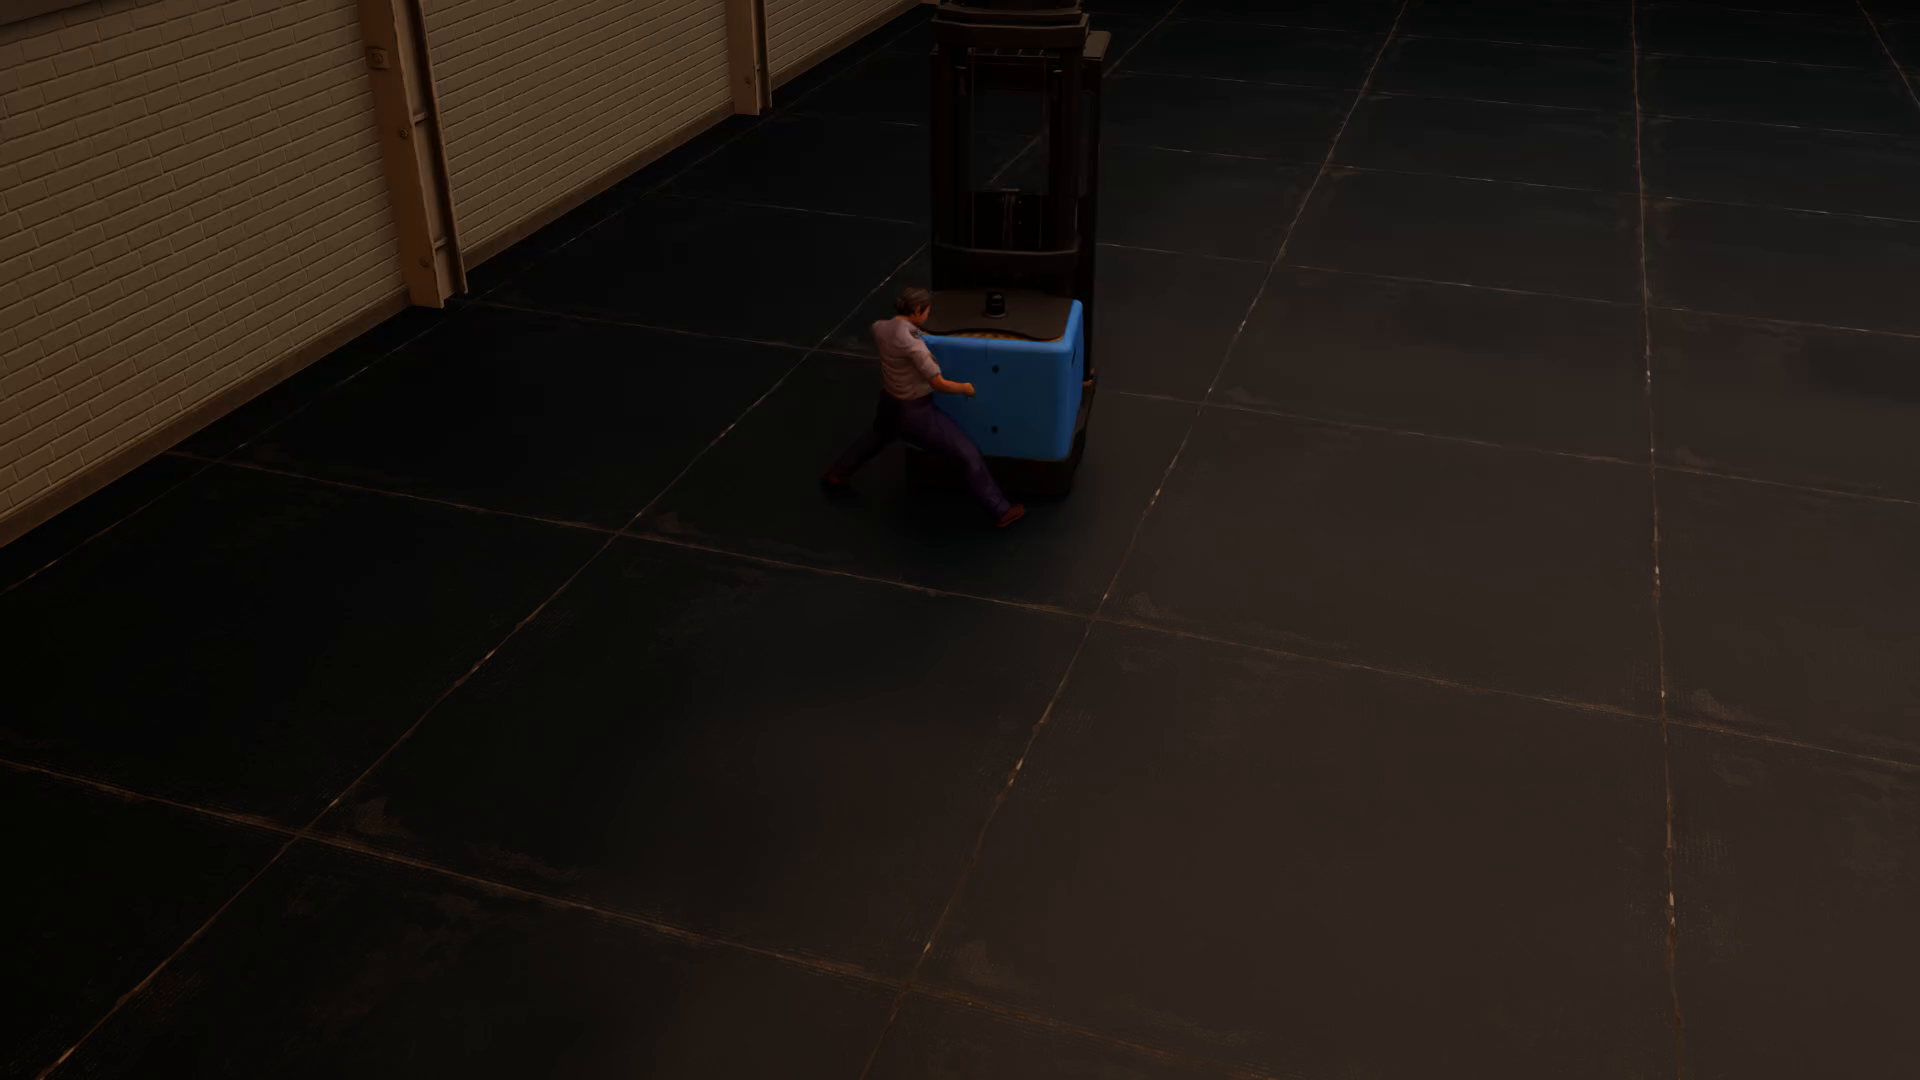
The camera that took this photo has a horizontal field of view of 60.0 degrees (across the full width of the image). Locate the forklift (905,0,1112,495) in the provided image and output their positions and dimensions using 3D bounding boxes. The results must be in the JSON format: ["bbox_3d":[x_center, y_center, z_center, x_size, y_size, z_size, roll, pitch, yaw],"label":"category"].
[{"bbox_3d":[0.391,-2.266,11.111,1.130,2.935,3.031,4,30,8],"label":"forklift"}]

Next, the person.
[{"bbox_3d":[-0.241,-0.884,10.182,0.882,1.463,1.234,-19,35,-29],"label":"person"}]
